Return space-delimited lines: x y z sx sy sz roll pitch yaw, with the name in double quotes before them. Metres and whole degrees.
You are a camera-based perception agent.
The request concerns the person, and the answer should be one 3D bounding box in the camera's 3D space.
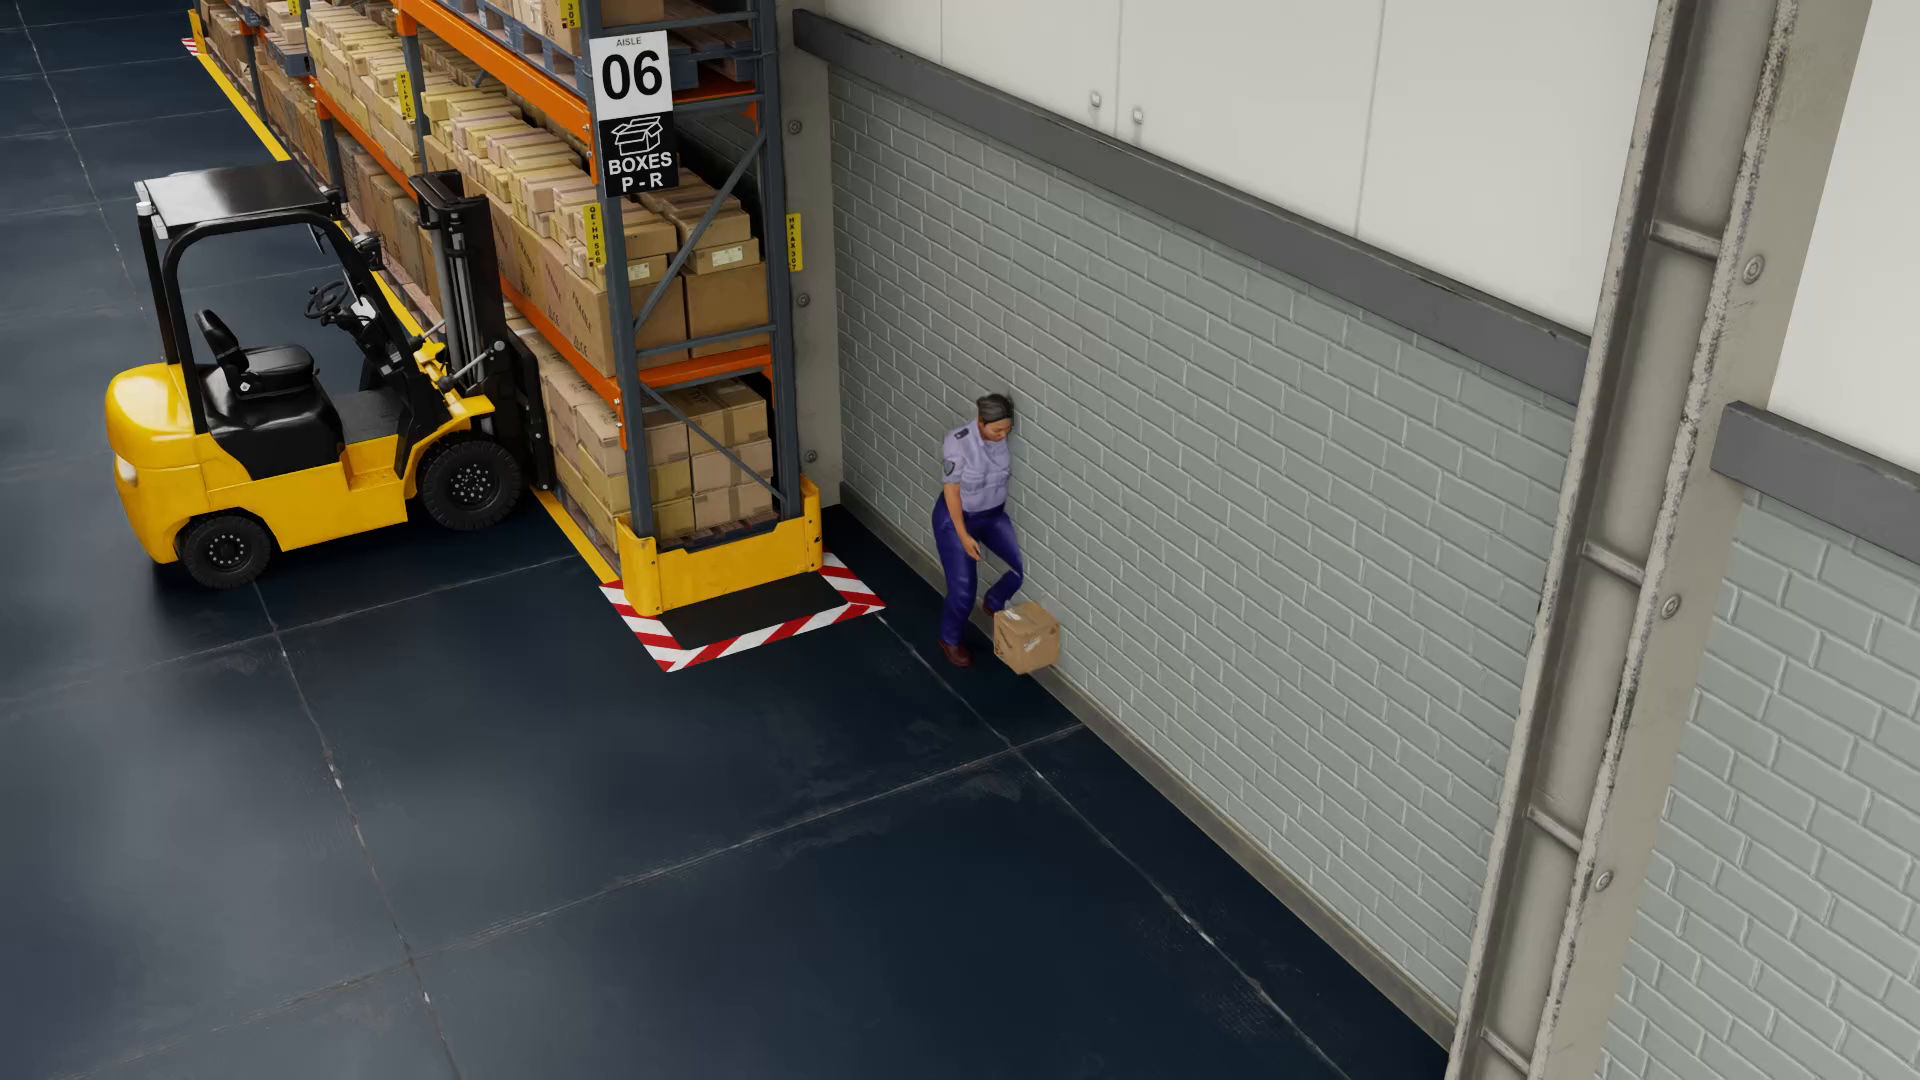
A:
"person" 0.137 -0.082 8.821 0.515 1.560 0.521 -15 33 -25
